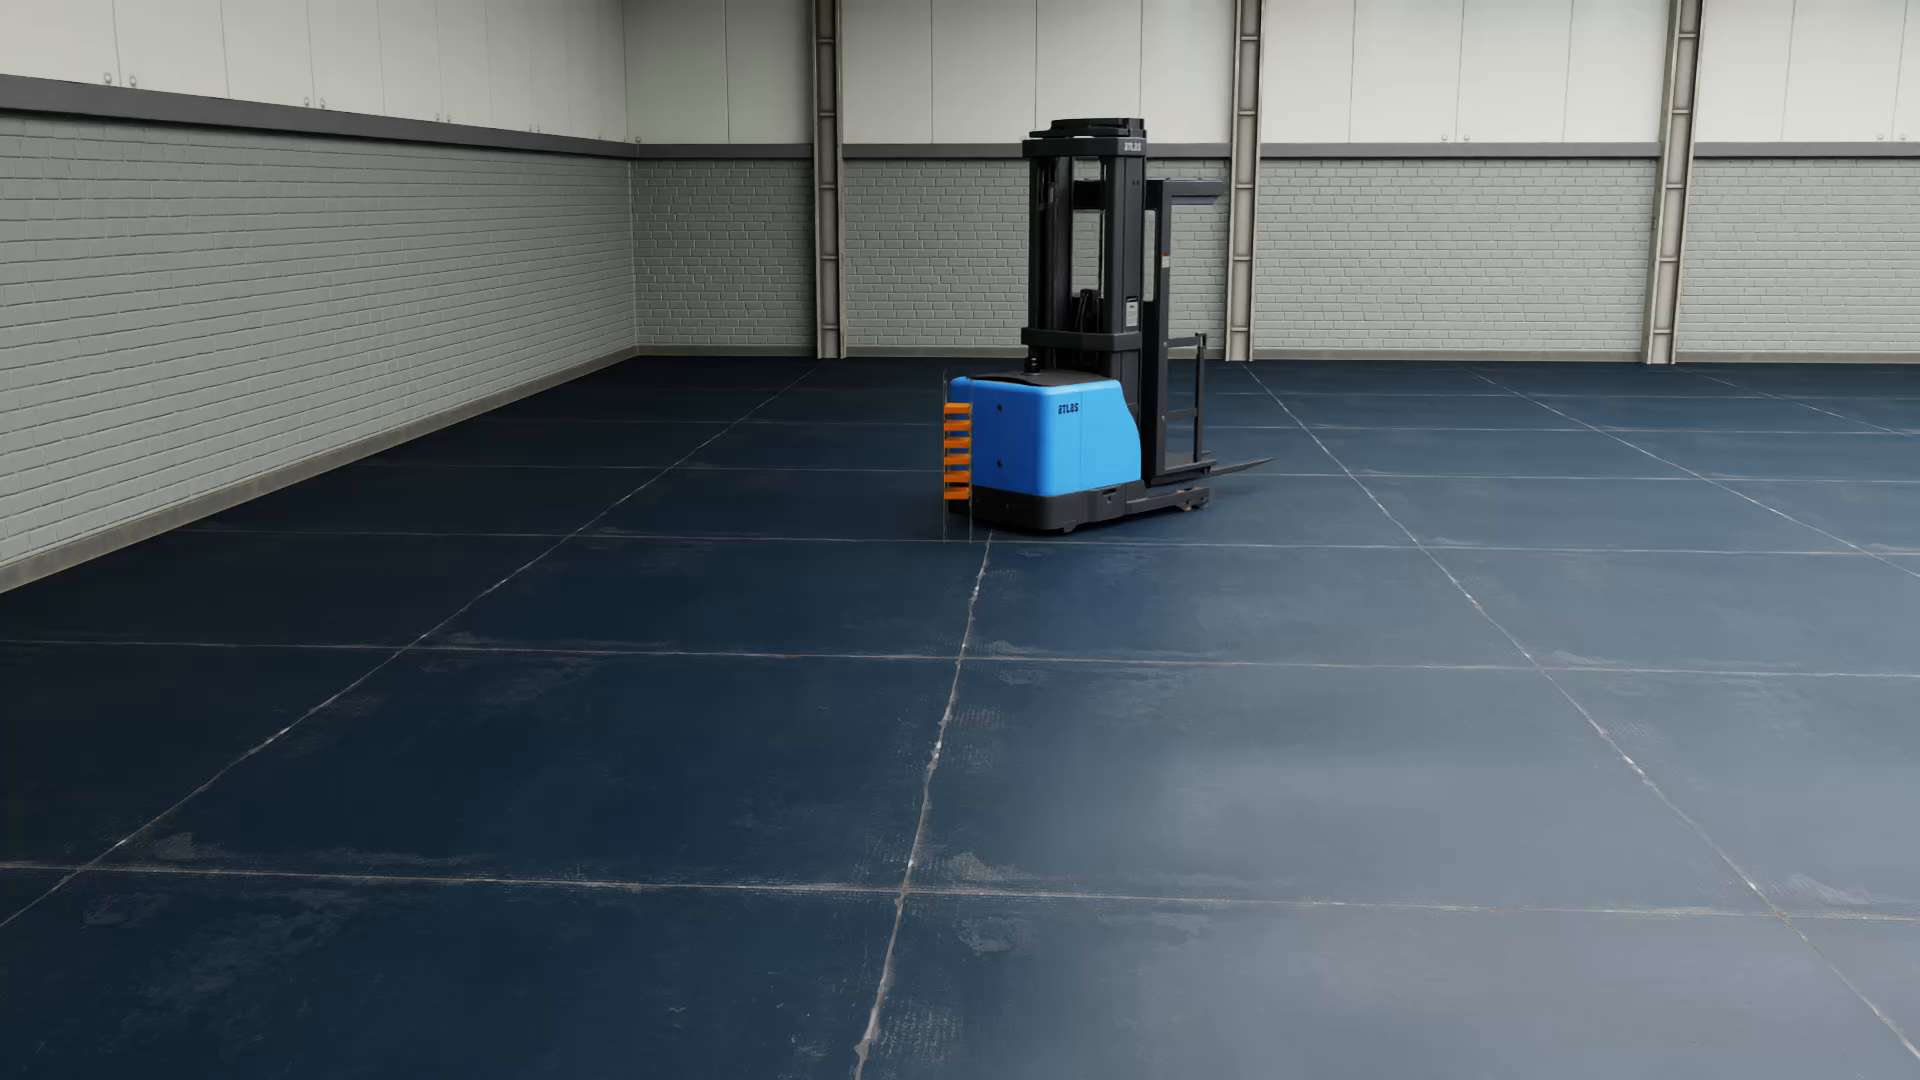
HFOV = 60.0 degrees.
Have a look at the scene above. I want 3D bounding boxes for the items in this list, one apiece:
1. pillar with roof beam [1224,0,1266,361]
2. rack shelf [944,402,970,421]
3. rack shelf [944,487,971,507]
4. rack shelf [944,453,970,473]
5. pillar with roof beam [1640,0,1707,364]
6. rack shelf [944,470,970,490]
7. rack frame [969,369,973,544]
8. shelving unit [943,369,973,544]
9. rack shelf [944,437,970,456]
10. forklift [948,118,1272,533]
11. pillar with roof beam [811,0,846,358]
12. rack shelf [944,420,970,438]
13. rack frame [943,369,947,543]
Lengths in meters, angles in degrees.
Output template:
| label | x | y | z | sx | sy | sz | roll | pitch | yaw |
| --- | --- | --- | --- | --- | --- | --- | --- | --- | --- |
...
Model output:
| label | x | y | z | sx | sy | sz | roll | pitch | yaw |
| --- | --- | --- | --- | --- | --- | --- | --- | --- | --- |
| pillar with roof beam | 3.791 | -6.166 | 19.267 | 0.400 | 9.000 | 9.100 | 1 | 12 | 4 |
| rack shelf | -0.014 | -0.896 | 11.582 | 0.180 | 0.103 | 0.258 | 1 | 12 | 4 |
| rack shelf | -0.014 | -0.309 | 11.704 | 0.180 | 0.103 | 0.258 | 1 | 12 | 4 |
| rack shelf | -0.014 | -0.544 | 11.655 | 0.180 | 0.103 | 0.258 | 1 | 12 | 4 |
| pillar with roof beam | 9.777 | -6.084 | 18.874 | 0.400 | 9.000 | 9.100 | 1 | 12 | 4 |
| rack shelf | -0.014 | -0.427 | 11.680 | 0.180 | 0.103 | 0.258 | 1 | 12 | 4 |
| rack frame | 0.077 | -0.586 | 11.640 | 0.006 | 1.200 | 0.240 | 1 | 12 | 4 |
| shelving unit | -0.014 | -0.587 | 11.646 | 0.189 | 1.200 | 0.258 | 1 | 12 | 4 |
| rack shelf | -0.014 | -0.661 | 11.631 | 0.180 | 0.103 | 0.258 | 1 | 12 | 4 |
| forklift | 1.306 | -1.721 | 12.838 | 1.130 | 2.935 | 3.031 | 11 | 16 | 44 |
| pillar with roof beam | -2.196 | -6.248 | 19.659 | 0.400 | 9.000 | 9.100 | 1 | 12 | 4 |
| rack shelf | -0.014 | -0.779 | 11.606 | 0.180 | 0.103 | 0.258 | 1 | 12 | 4 |
| rack frame | -0.106 | -0.589 | 11.652 | 0.006 | 1.200 | 0.240 | 1 | 12 | 4 |
